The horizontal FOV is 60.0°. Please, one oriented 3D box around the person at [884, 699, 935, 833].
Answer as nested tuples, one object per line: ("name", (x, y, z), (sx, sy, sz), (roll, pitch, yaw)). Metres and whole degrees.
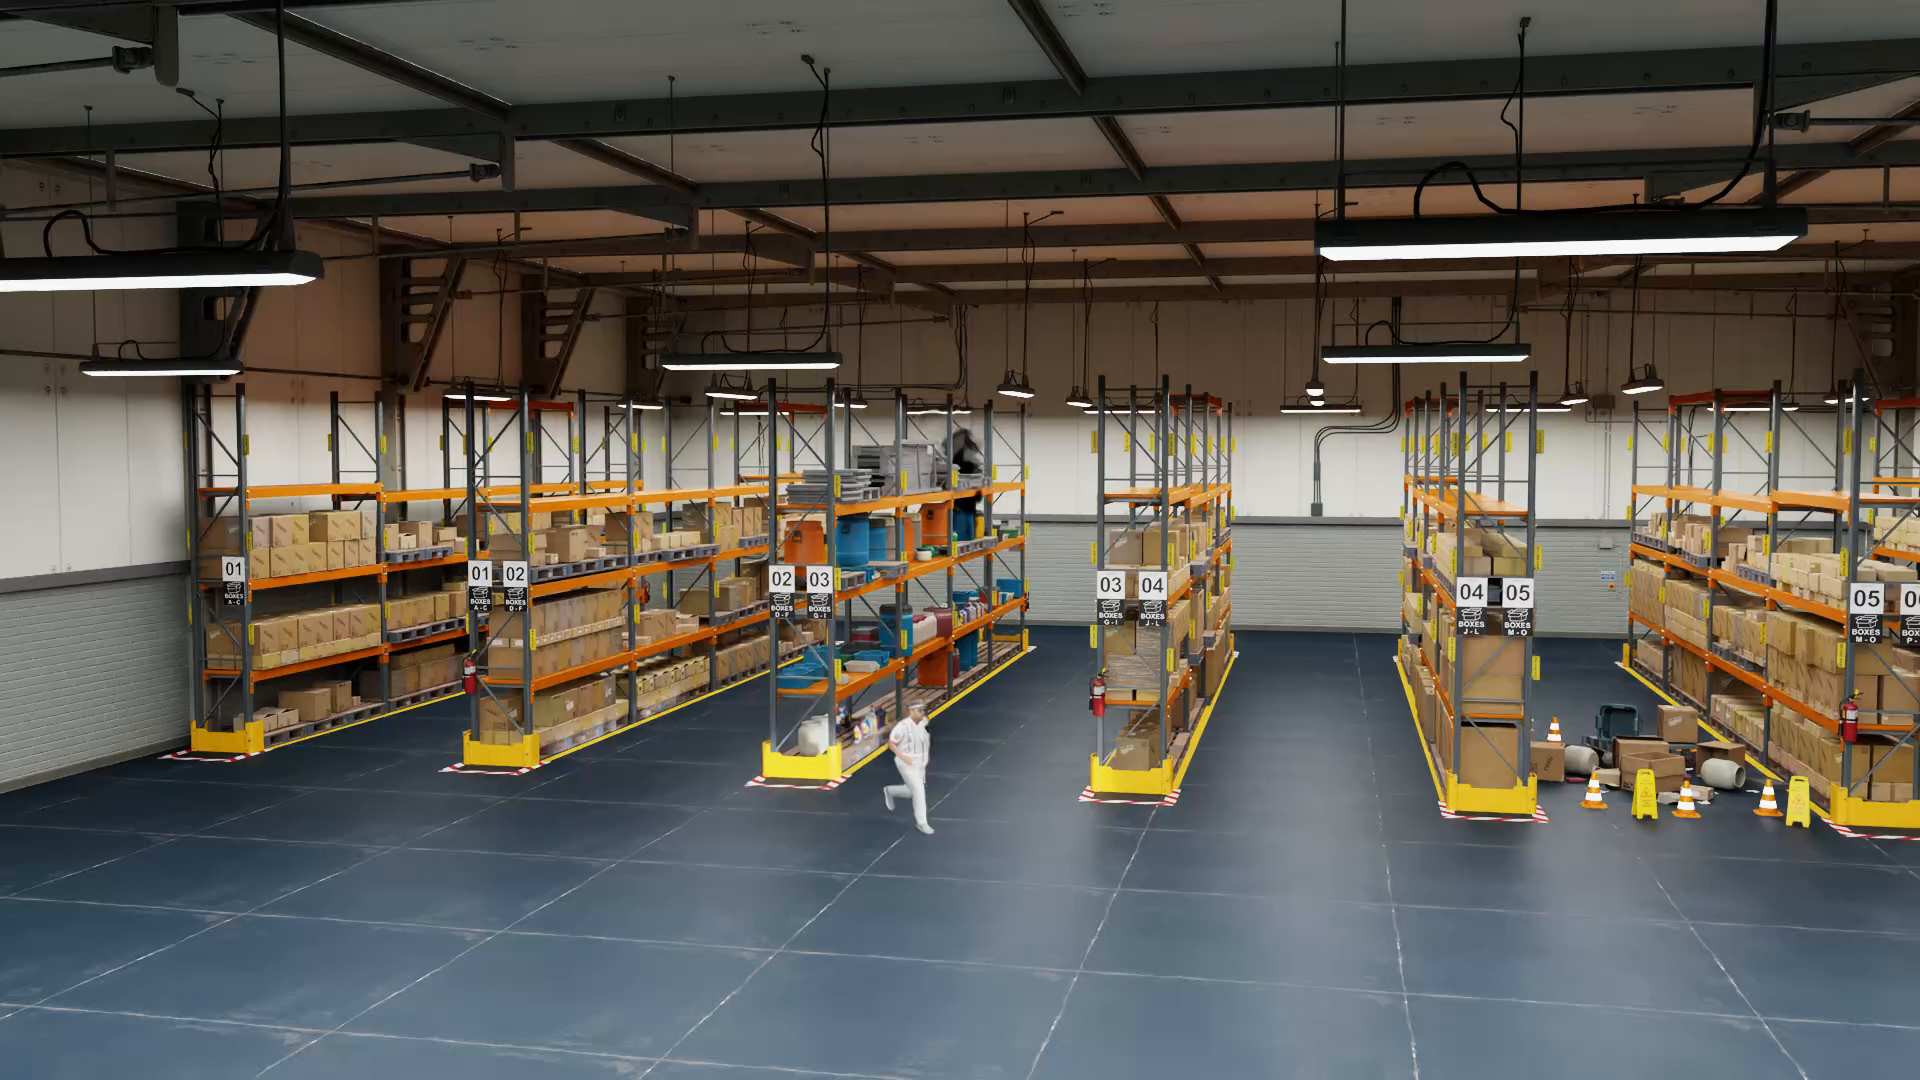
("person", (-0.685, 2.924, 21.698), (0.899, 1.769, 0.671), (3, 4, 39))
